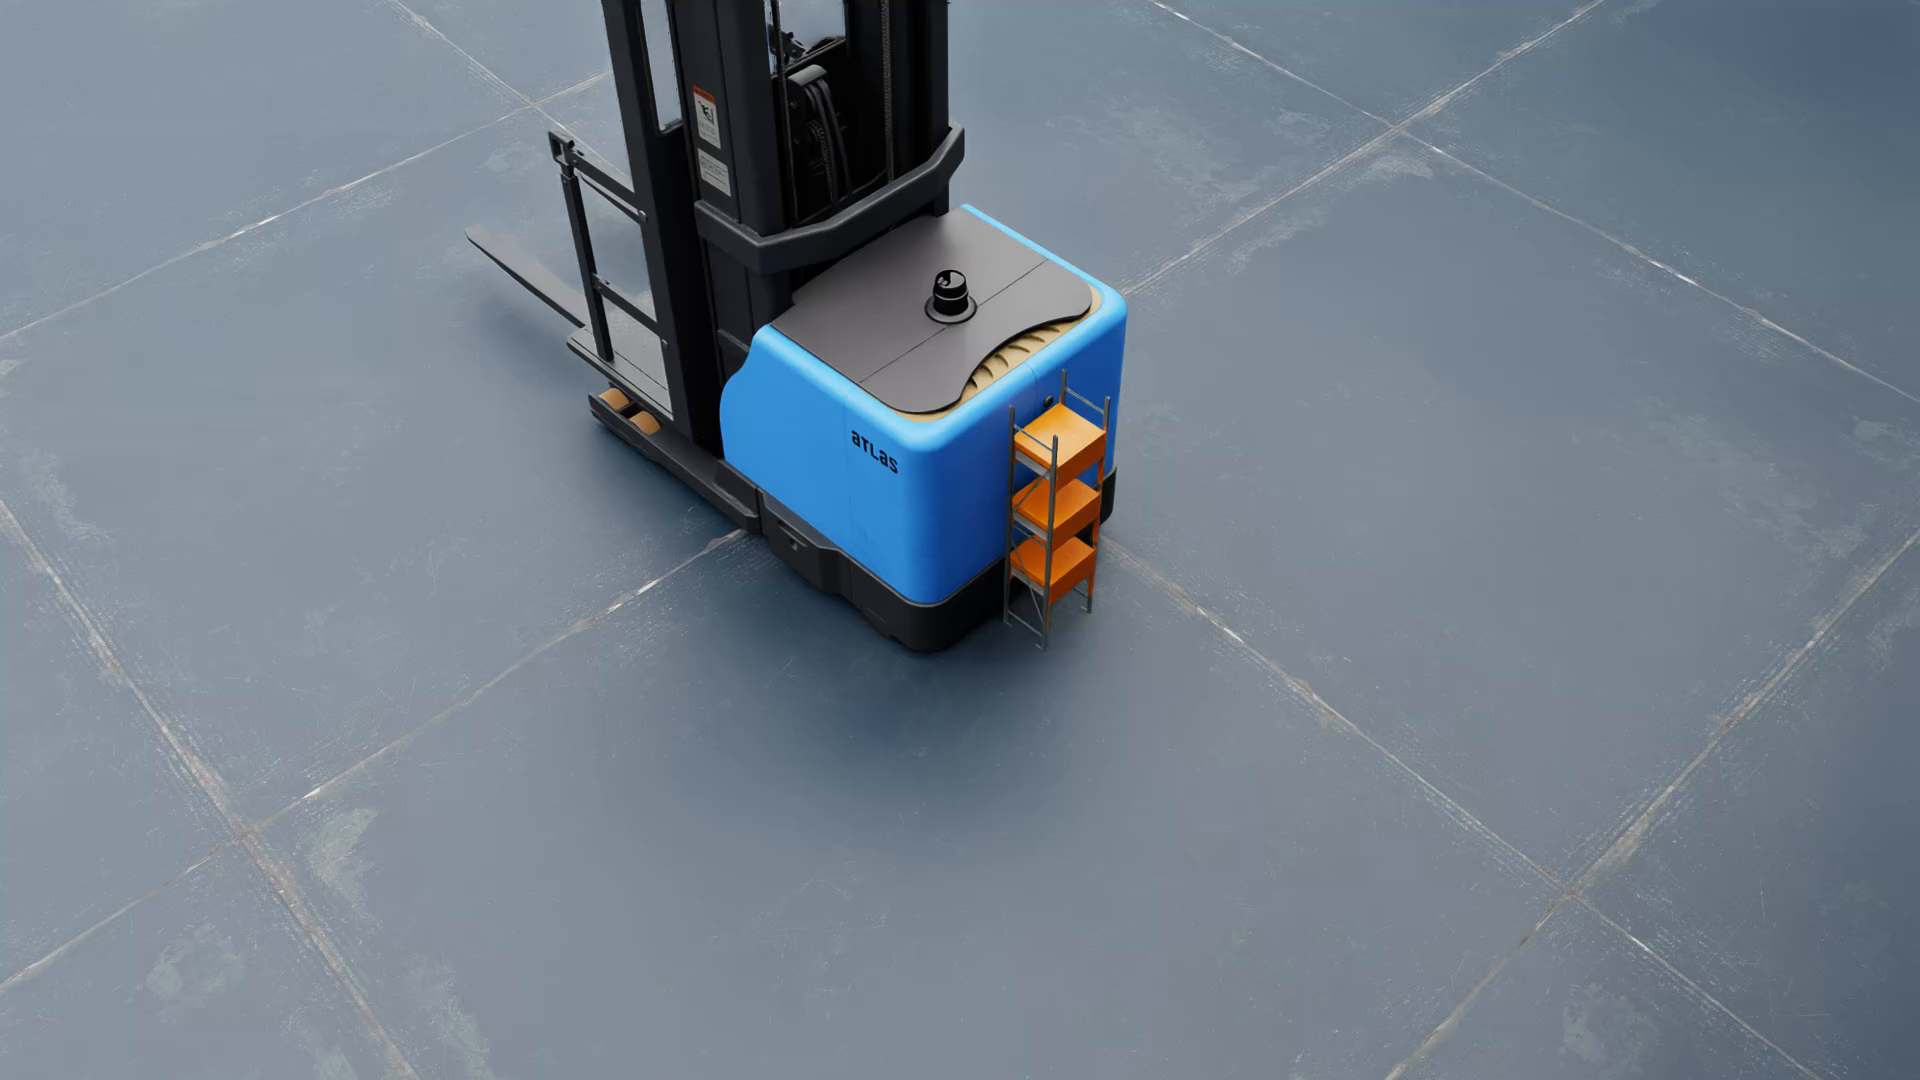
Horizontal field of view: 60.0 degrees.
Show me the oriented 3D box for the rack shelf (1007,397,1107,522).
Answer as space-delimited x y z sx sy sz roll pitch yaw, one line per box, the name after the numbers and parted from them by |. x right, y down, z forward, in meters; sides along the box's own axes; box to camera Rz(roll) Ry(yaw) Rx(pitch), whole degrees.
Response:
0.315 -0.261 5.405 0.215 0.259 0.240 36 57 28 | rack shelf

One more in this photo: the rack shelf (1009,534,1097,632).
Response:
0.314 0.119 5.818 0.215 0.259 0.240 36 57 28 | rack shelf

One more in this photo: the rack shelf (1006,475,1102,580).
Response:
0.314 -0.069 5.614 0.215 0.259 0.240 36 57 28 | rack shelf

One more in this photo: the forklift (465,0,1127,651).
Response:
-0.828 -1.578 5.712 3.031 2.935 1.130 36 57 28 | forklift

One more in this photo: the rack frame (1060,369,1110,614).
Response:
0.400 -0.140 5.665 0.200 1.050 0.008 36 57 28 | rack frame

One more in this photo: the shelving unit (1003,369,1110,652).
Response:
0.314 -0.076 5.606 0.215 1.050 0.252 36 57 28 | shelving unit

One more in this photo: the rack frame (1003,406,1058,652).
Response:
0.229 -0.012 5.547 0.200 1.050 0.008 36 57 28 | rack frame
